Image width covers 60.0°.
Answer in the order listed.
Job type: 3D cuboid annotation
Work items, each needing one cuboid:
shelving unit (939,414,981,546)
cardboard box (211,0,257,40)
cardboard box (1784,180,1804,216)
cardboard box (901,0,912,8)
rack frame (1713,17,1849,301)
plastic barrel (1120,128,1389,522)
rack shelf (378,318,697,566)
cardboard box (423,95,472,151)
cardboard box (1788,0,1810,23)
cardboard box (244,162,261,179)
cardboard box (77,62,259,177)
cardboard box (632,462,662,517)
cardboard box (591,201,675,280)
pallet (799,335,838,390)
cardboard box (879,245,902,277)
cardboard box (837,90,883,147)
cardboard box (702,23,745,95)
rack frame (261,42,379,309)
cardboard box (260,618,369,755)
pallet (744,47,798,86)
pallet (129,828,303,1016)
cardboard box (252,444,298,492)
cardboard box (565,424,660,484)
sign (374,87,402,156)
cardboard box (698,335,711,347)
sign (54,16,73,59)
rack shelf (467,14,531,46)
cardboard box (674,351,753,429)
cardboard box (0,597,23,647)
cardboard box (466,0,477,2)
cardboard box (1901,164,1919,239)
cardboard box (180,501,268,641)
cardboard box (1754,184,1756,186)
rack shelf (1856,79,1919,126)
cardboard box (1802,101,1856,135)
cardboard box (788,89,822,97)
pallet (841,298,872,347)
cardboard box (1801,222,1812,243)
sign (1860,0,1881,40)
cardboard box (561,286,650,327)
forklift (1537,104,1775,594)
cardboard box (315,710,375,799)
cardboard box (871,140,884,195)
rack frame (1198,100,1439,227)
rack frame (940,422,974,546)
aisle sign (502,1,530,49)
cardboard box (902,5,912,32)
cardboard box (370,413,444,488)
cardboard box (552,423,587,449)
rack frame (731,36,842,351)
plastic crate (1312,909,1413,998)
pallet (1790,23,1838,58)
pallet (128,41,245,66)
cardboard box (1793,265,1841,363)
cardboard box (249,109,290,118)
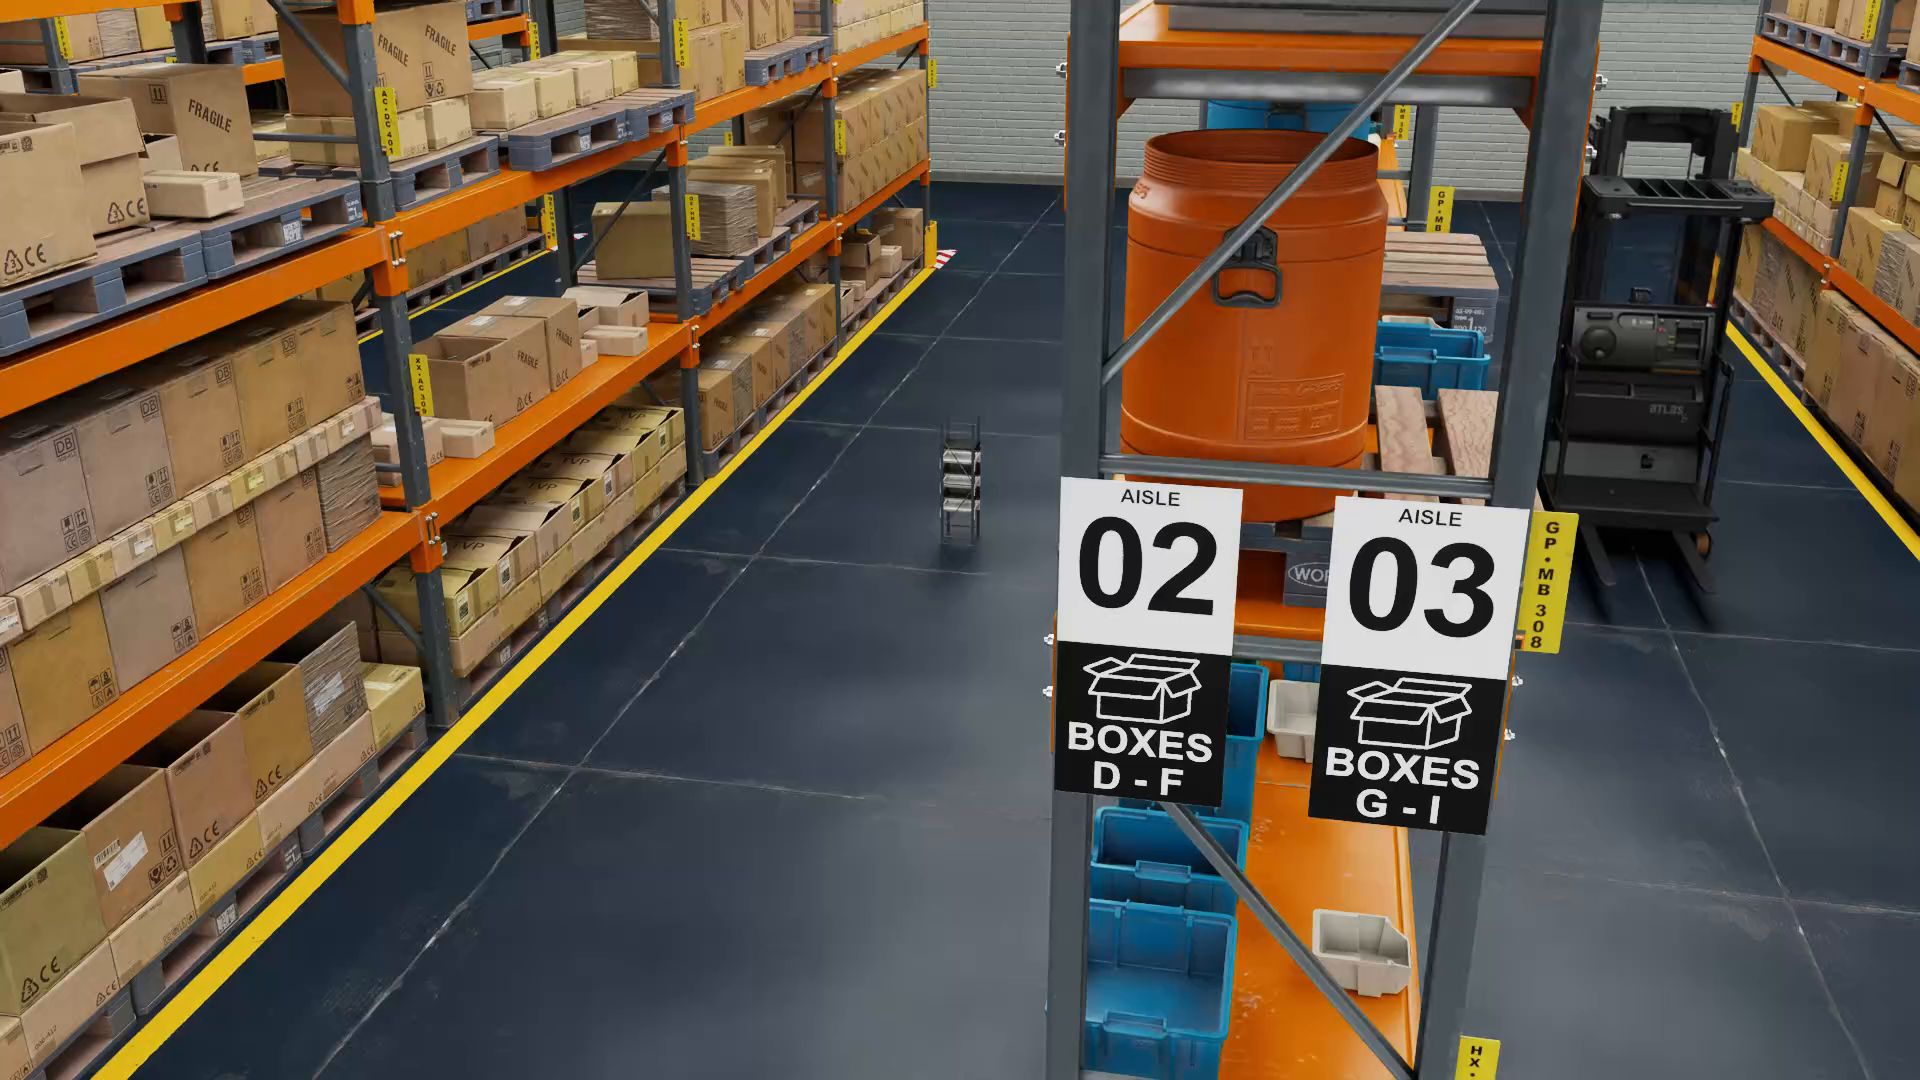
[{"bbox_3d":[0.002,-0.420,11.693,0.258,0.900,0.210,4,22,11],"label":"shelving unit"},{"bbox_3d":[-6.867,-4.819,15.066,0.700,0.500,0.500,4,22,10],"label":"cardboard box"},{"bbox_3d":[8.058,-3.193,15.568,0.500,0.250,0.500,5,22,12],"label":"cardboard box"},{"bbox_3d":[-0.820,-5.949,18.127,0.500,0.250,0.500,4,22,11],"label":"cardboard box"},{"bbox_3d":[8.834,-4.029,17.843,1.000,3.000,0.127,4,22,11],"label":"rack frame"},{"bbox_3d":[0.695,-0.528,3.998,0.600,0.830,0.708,4,22,11],"label":"plastic barrel"},{"bbox_3d":[-2.904,-0.795,10.775,1.077,0.370,4.000,4,22,11],"label":"rack shelf"},{"bbox_3d":[-3.067,-2.340,9.271,0.500,0.250,0.500,2,22,6],"label":"cardboard box"},{"bbox_3d":[8.548,-5.318,16.197,0.700,0.500,0.500,4,22,9],"label":"cardboard box"},{"bbox_3d":[-6.679,-3.151,15.105,0.500,0.500,0.500,5,22,12],"label":"cardboard box"},{"bbox_3d":[-3.673,-1.931,7.734,0.500,0.500,0.500,6,23,15],"label":"cardboard box"},{"bbox_3d":[-2.466,-0.380,11.900,0.500,0.250,0.500,4,22,10],"label":"cardboard box"},{"bbox_3d":[-2.477,-2.340,12.953,0.700,0.500,0.500,-3,22,-7],"label":"cardboard box"},{"bbox_3d":[-1.808,-1.729,15.865,1.003,0.211,1.213,4,22,11],"label":"pallet"},{"bbox_3d":[-0.956,-3.152,18.756,0.500,0.250,0.500,4,22,11],"label":"cardboard box"},{"bbox_3d":[-1.098,-4.361,17.194,0.500,0.500,0.500,4,22,9],"label":"cardboard box"},{"bbox_3d":[-2.229,-3.837,13.216,0.910,0.500,0.500,4,22,11],"label":"cardboard box"},{"bbox_3d":[-6.530,-3.699,17.024,1.000,3.000,0.127,4,22,11],"label":"rack frame"},{"bbox_3d":[-3.306,0.704,8.206,0.500,0.500,0.500,4,22,11],"label":"cardboard box"},{"bbox_3d":[-2.090,-4.015,14.043,1.213,0.211,1.003,4,22,11],"label":"pallet"},{"bbox_3d":[-3.762,1.631,7.520,1.003,0.211,1.213,4,22,11],"label":"pallet"},{"bbox_3d":[-3.313,-0.346,7.696,0.380,0.149,0.250,4,22,11],"label":"cardboard box"},{"bbox_3d":[-2.461,-0.639,11.792,0.500,0.311,0.500,4,22,10],"label":"cardboard box"},{"bbox_3d":[-2.768,-2.024,8.050,0.100,0.325,0.005,4,22,11],"label":"sign"},{"bbox_3d":[-2.429,-1.454,14.206,0.500,0.500,0.500,4,22,9],"label":"cardboard box"},{"bbox_3d":[-6.815,-3.826,12.630,0.100,0.325,0.005,4,22,11],"label":"sign"},{"bbox_3d":[-6.121,-5.488,18.414,1.077,0.370,4.000,4,22,11],"label":"rack shelf"},{"bbox_3d":[-2.022,-1.241,13.678,0.500,0.500,0.500,4,22,9],"label":"cardboard box"},{"bbox_3d":[-3.680,0.311,6.064,0.380,0.149,0.250,4,22,10],"label":"cardboard box"},{"bbox_3d":[-5.708,-6.247,18.839,0.500,0.250,0.500,4,22,9],"label":"cardboard box"},{"bbox_3d":[7.744,-2.594,12.802,0.797,0.503,0.637,5,22,12],"label":"cardboard box"},{"bbox_3d":[-3.604,0.096,7.467,0.700,0.500,0.500,5,22,12],"label":"cardboard box"},{"bbox_3d":[8.284,-3.525,16.928,0.380,0.149,0.250,4,22,10],"label":"cardboard box"},{"bbox_3d":[7.610,-2.893,11.969,1.077,0.370,4.000,4,22,11],"label":"rack shelf"},{"bbox_3d":[8.992,-4.247,17.184,0.500,0.500,0.500,5,22,12],"label":"cardboard box"},{"bbox_3d":[-1.625,-4.410,17.316,0.500,0.500,0.500,5,22,11],"label":"cardboard box"},{"bbox_3d":[-1.538,-2.281,17.234,1.003,0.211,1.213,4,22,11],"label":"pallet"},{"bbox_3d":[7.864,-2.775,15.064,0.380,0.149,0.250,4,22,10],"label":"cardboard box"},{"bbox_3d":[7.474,-4.276,13.643,0.100,0.325,0.005,4,22,11],"label":"sign"},{"bbox_3d":[-2.612,-1.689,12.152,0.500,0.311,0.500,6,23,14],"label":"cardboard box"},{"bbox_3d":[4.719,-1.397,11.400,1.130,2.935,3.031,4,22,11],"label":"forklift"},{"bbox_3d":[-3.304,1.052,8.345,0.500,0.250,0.500,4,22,11],"label":"cardboard box"},{"bbox_3d":[-1.103,-3.905,17.402,0.500,0.500,0.500,4,22,11],"label":"cardboard box"},{"bbox_3d":[1.537,-2.801,6.763,1.000,3.000,0.127,4,22,11],"label":"rack frame"},{"bbox_3d":[-0.019,-0.383,11.601,0.240,0.900,0.006,4,22,11],"label":"rack frame"},{"bbox_3d":[-5.405,-6.372,20.179,0.394,0.787,0.004,4,22,11],"label":"aisle sign"},{"bbox_3d":[-0.823,-5.718,18.221,0.500,0.250,0.500,4,22,11],"label":"cardboard box"},{"bbox_3d":[-3.254,-0.511,9.308,0.500,0.250,0.500,6,23,14],"label":"cardboard box"},{"bbox_3d":[-2.989,-0.678,11.889,0.500,0.311,0.500,4,22,10],"label":"cardboard box"},{"bbox_3d":[-1.679,-3.323,16.090,1.000,3.000,0.127,4,22,11],"label":"rack frame"},{"bbox_3d":[1.218,1.264,5.053,0.298,0.136,0.250,4,22,11],"label":"plastic crate"},{"bbox_3d":[8.446,-4.660,15.513,1.003,0.211,1.213,4,22,11],"label":"pallet"},{"bbox_3d":[-7.041,-4.189,14.477,1.003,0.211,1.213,6,23,13],"label":"pallet"},{"bbox_3d":[8.231,-2.011,15.114,0.875,0.875,0.875,4,22,11],"label":"cardboard box"},{"bbox_3d":[-6.878,-4.092,16.437,0.500,0.250,0.500,5,23,13],"label":"cardboard box"}]
